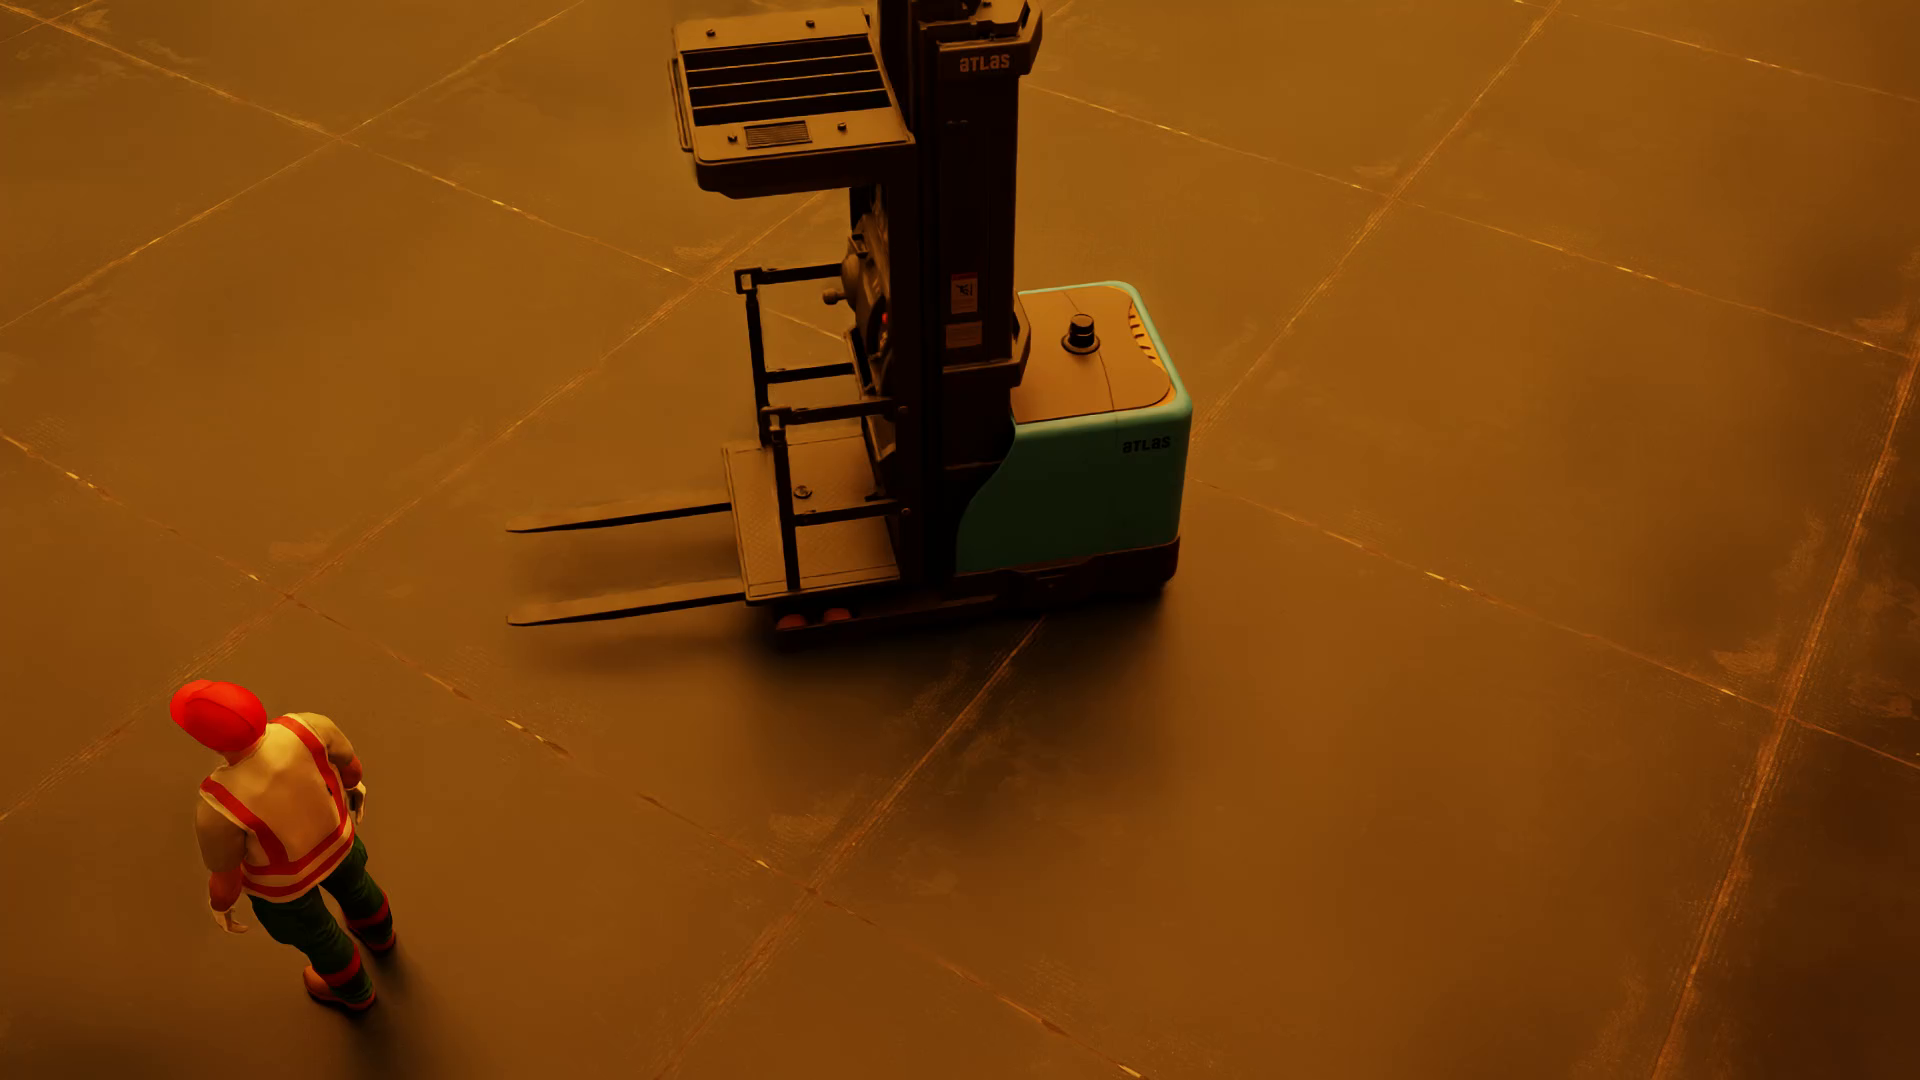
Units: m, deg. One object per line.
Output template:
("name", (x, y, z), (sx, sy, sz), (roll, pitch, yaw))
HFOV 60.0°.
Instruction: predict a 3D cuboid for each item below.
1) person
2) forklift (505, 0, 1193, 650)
("person", (-2.284, 1.016, 5.596), (0.565, 1.788, 0.637), (23, 48, 23))
("forklift", (-0.565, -0.970, 6.871), (3.031, 2.935, 1.130), (-8, 44, -8))
